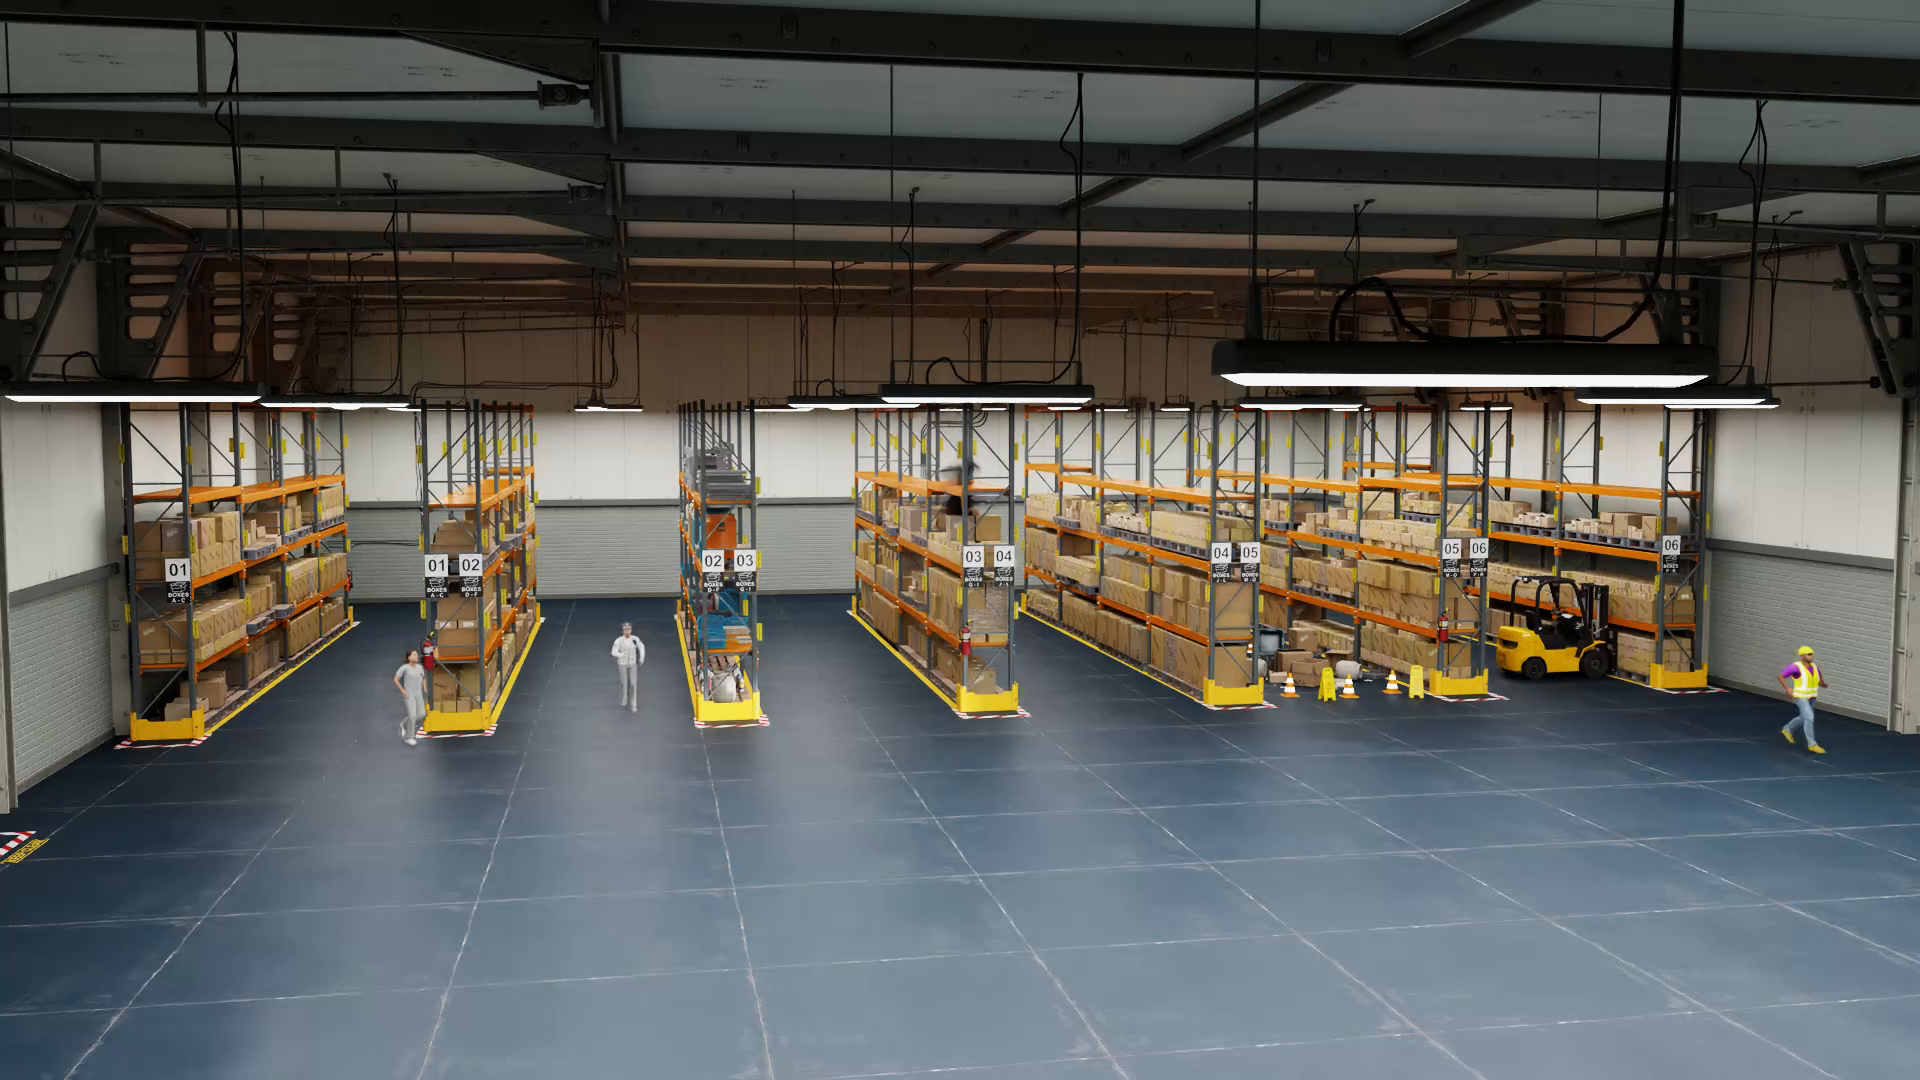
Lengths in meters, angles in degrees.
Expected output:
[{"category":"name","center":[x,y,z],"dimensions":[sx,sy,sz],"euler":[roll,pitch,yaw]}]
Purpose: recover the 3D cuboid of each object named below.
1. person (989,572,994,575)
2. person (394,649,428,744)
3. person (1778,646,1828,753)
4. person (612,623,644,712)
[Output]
[{"category":"person","center":[0.935,1.319,46.620],"dimensions":[0.654,1.831,0.795],"euler":[-1,4,-7]},{"category":"person","center":[-9.580,2.728,29.091],"dimensions":[0.533,1.635,0.605],"euler":[4,6,39]},{"category":"person","center":[14.376,2.678,28.295],"dimensions":[0.717,1.751,0.985],"euler":[-2,5,-22]},{"category":"person","center":[-6.426,2.466,32.215],"dimensions":[0.631,1.764,0.739],"euler":[-1,4,-15]}]
